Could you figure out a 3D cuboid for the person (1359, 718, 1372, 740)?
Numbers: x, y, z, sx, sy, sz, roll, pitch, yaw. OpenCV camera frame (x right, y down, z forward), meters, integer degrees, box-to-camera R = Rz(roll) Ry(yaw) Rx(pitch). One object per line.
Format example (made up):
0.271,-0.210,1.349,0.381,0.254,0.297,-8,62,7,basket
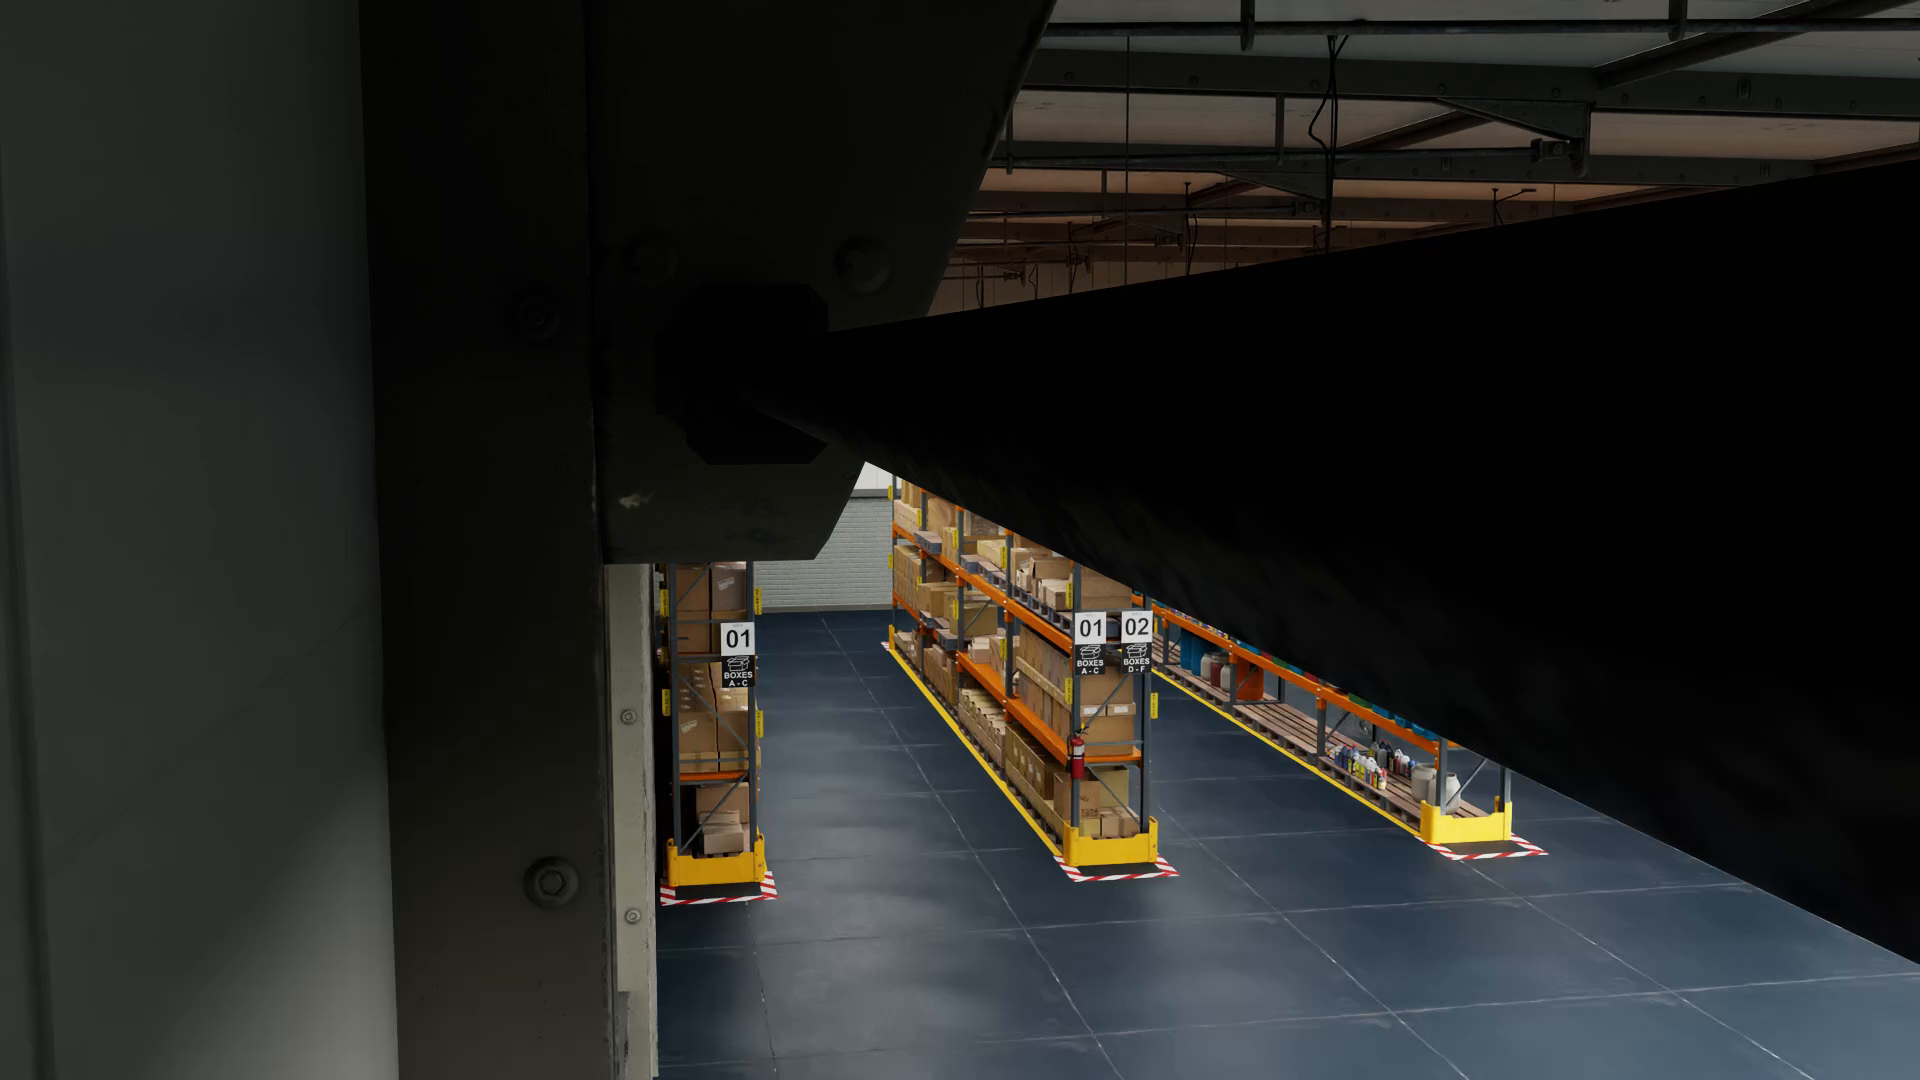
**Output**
6.882,2.542,27.769,0.434,1.547,0.946,-1,6,-12,person
